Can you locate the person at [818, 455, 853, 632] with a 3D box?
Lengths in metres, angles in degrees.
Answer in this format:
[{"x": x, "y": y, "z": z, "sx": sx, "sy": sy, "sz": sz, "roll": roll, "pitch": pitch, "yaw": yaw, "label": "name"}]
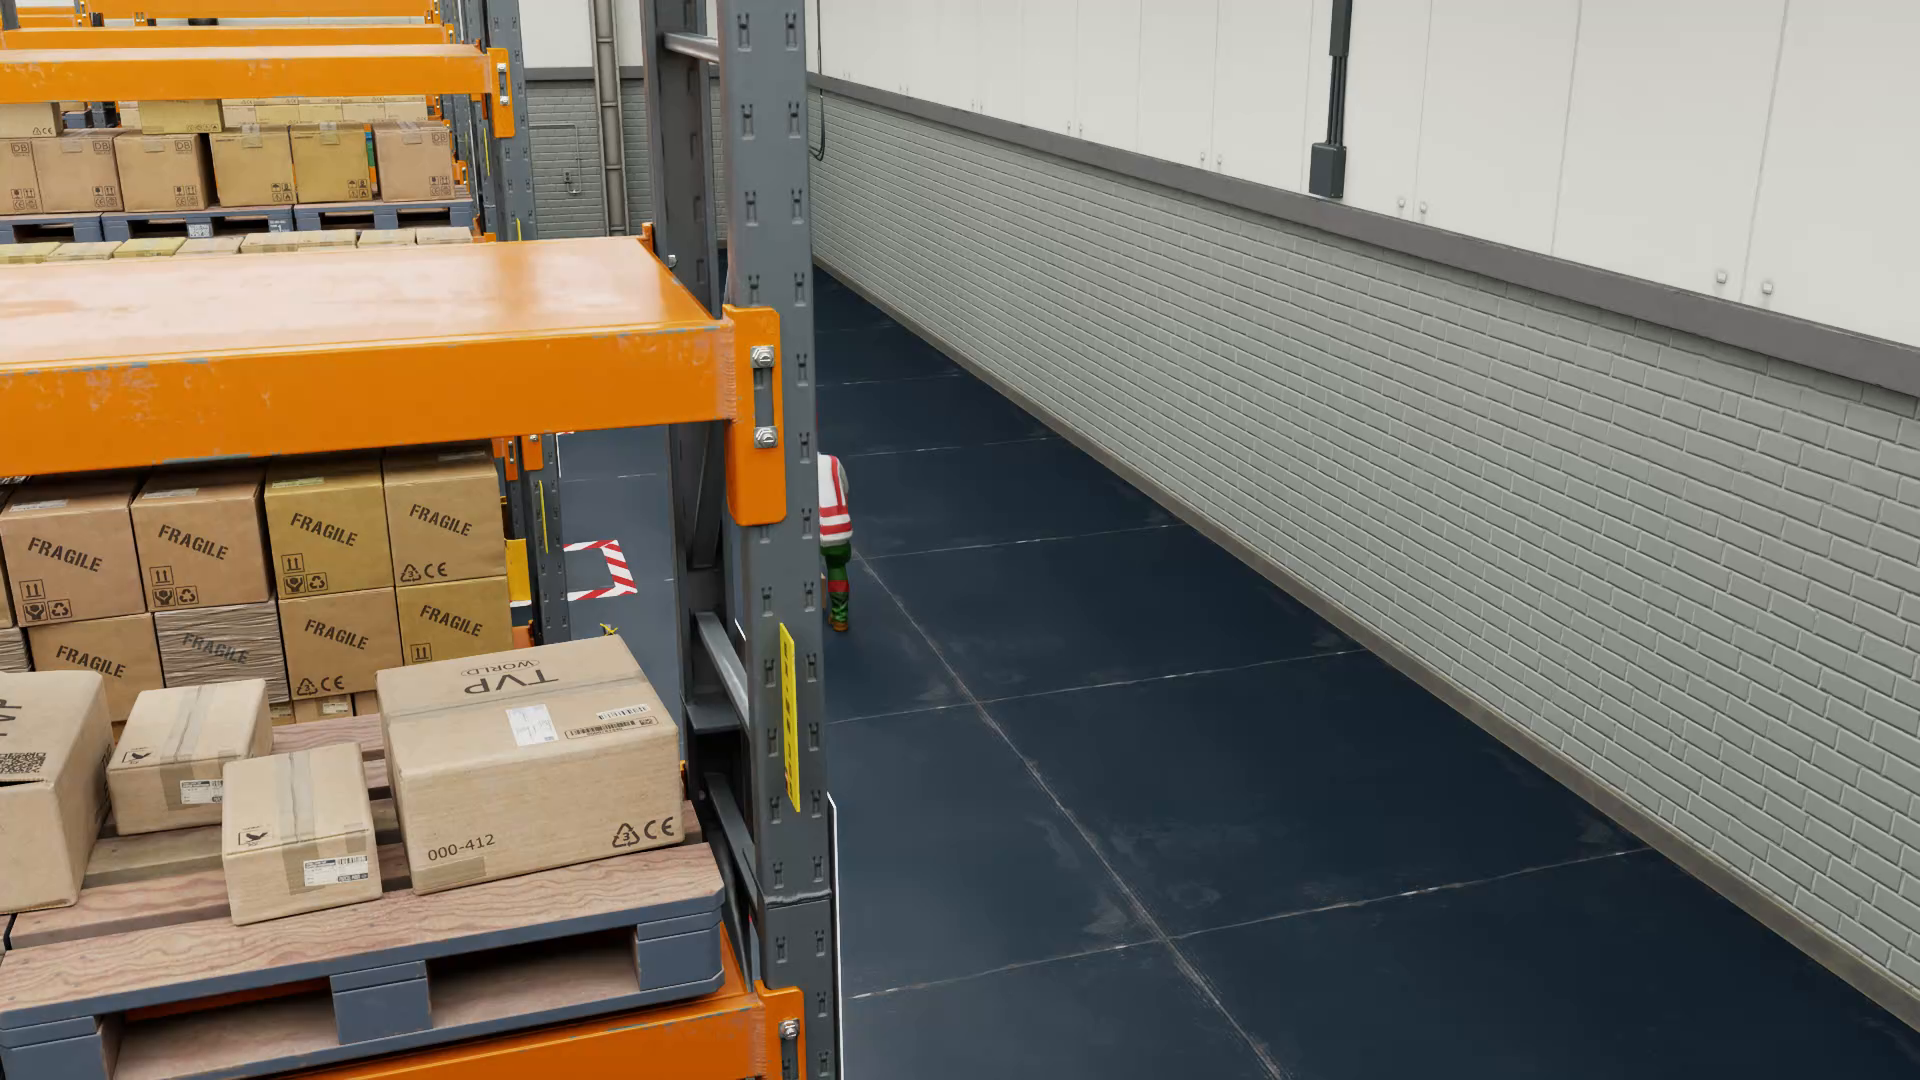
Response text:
[{"x": -1.083, "y": -0.059, "z": 12.188, "sx": 0.582, "sy": 1.471, "sz": 0.731, "roll": -6, "pitch": 20, "yaw": -17, "label": "person"}]
